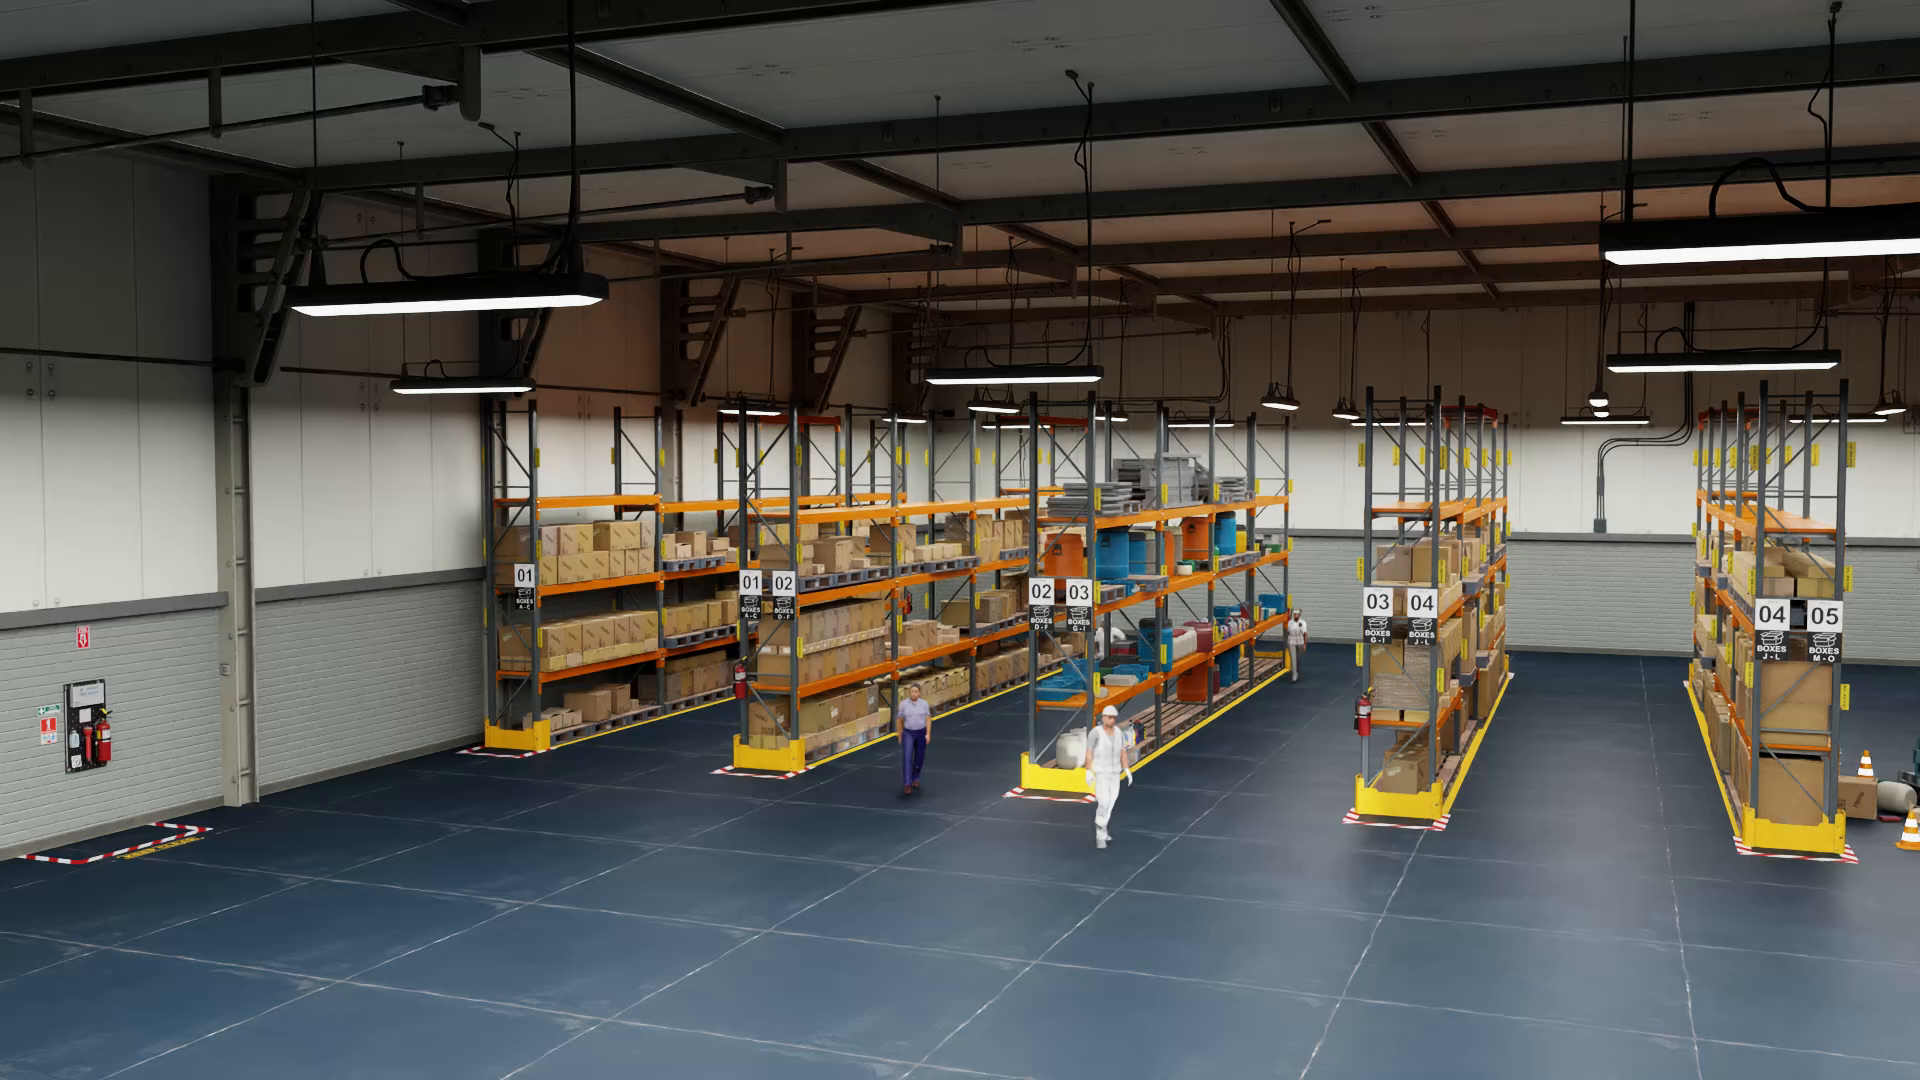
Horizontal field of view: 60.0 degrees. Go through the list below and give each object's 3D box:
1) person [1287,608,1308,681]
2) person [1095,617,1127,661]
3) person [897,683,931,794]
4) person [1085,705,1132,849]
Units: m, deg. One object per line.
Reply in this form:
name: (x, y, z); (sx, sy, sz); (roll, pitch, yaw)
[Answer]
person: (7.580, 2.330, 37.378); (0.429, 1.615, 1.062); (0, 3, 1)
person: (3.180, 2.428, 35.230); (0.751, 1.675, 0.678); (2, 3, 30)
person: (-0.688, 2.960, 24.916); (0.528, 1.590, 0.919); (-1, 3, -17)
person: (1.910, 3.077, 21.555); (0.555, 1.875, 0.510); (-2, 3, -31)
